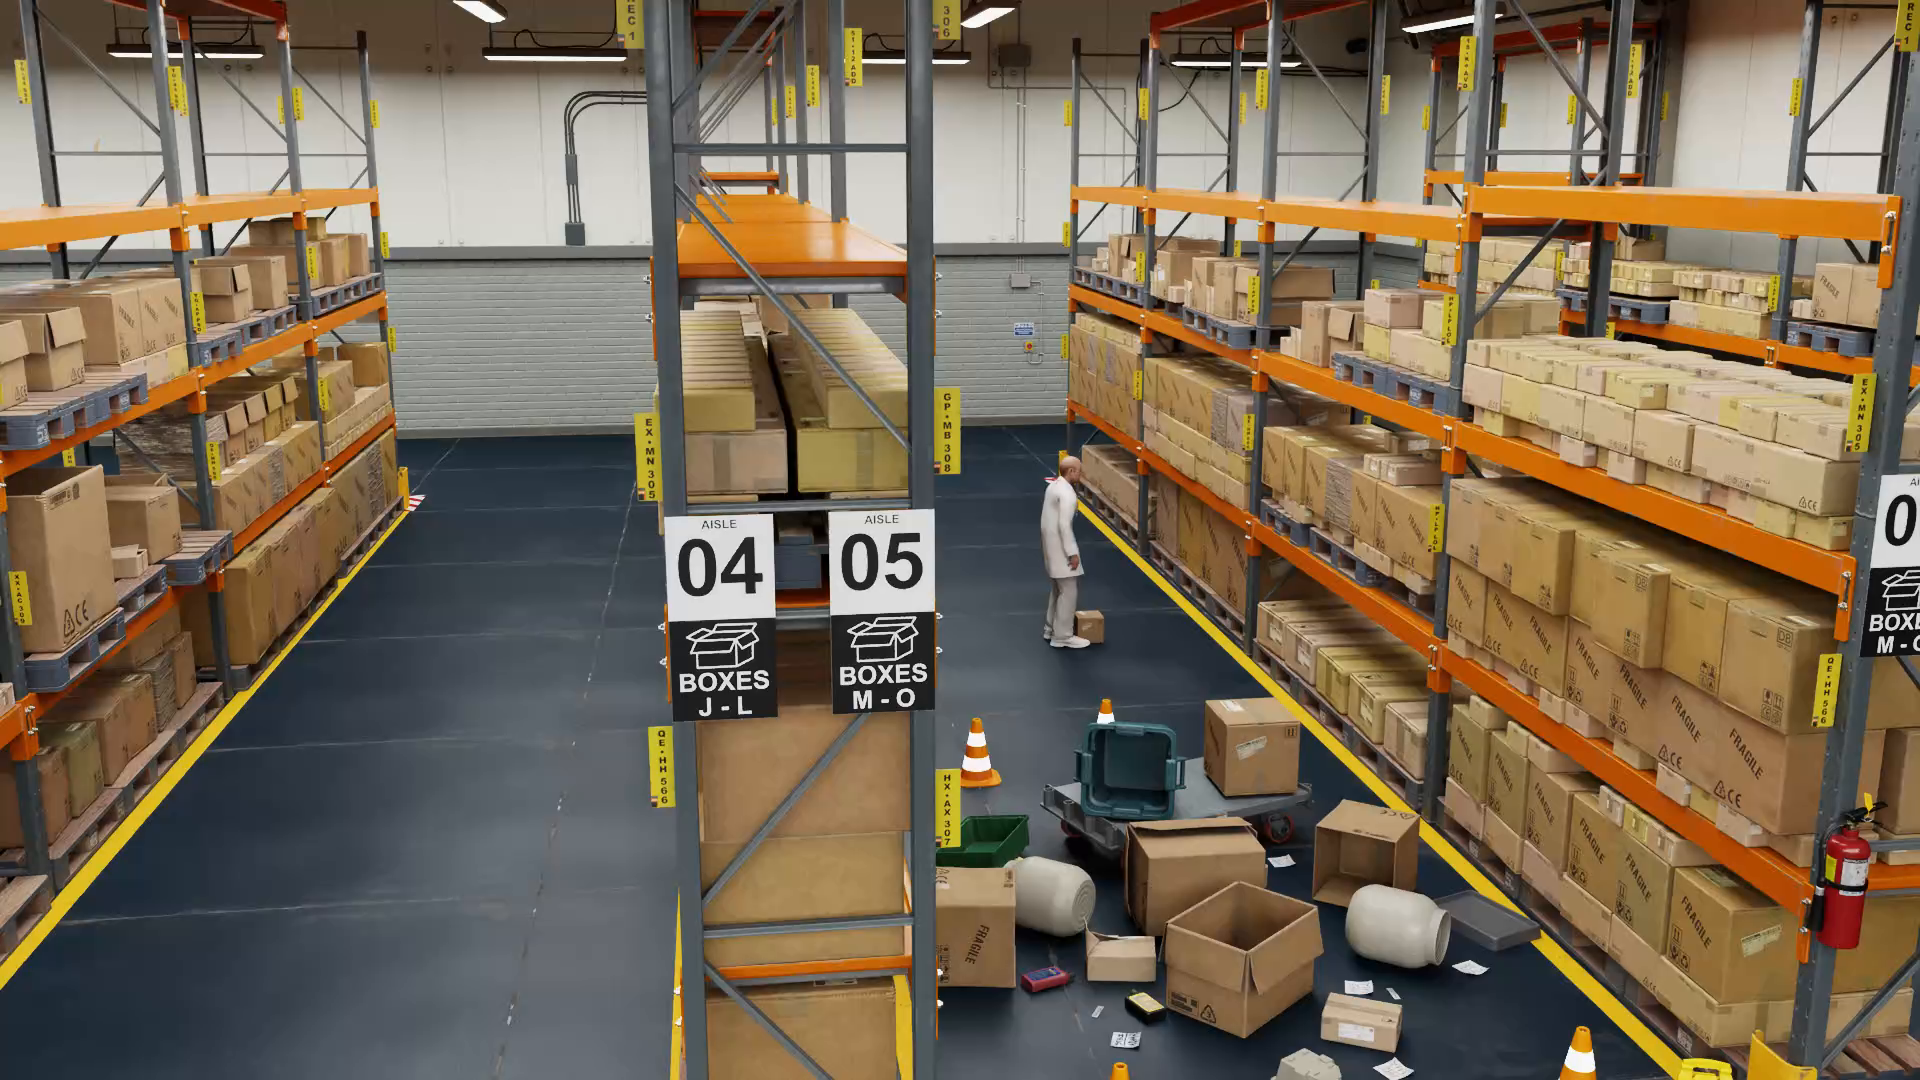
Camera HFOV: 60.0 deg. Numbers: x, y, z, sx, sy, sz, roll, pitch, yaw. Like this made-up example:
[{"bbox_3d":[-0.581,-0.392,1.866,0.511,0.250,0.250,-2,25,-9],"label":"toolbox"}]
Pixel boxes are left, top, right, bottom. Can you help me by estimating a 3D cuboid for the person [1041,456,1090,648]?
[{"bbox_3d":[0.975,0.094,15.608,0.418,1.774,0.646,-2,13,-9],"label":"person"}]
